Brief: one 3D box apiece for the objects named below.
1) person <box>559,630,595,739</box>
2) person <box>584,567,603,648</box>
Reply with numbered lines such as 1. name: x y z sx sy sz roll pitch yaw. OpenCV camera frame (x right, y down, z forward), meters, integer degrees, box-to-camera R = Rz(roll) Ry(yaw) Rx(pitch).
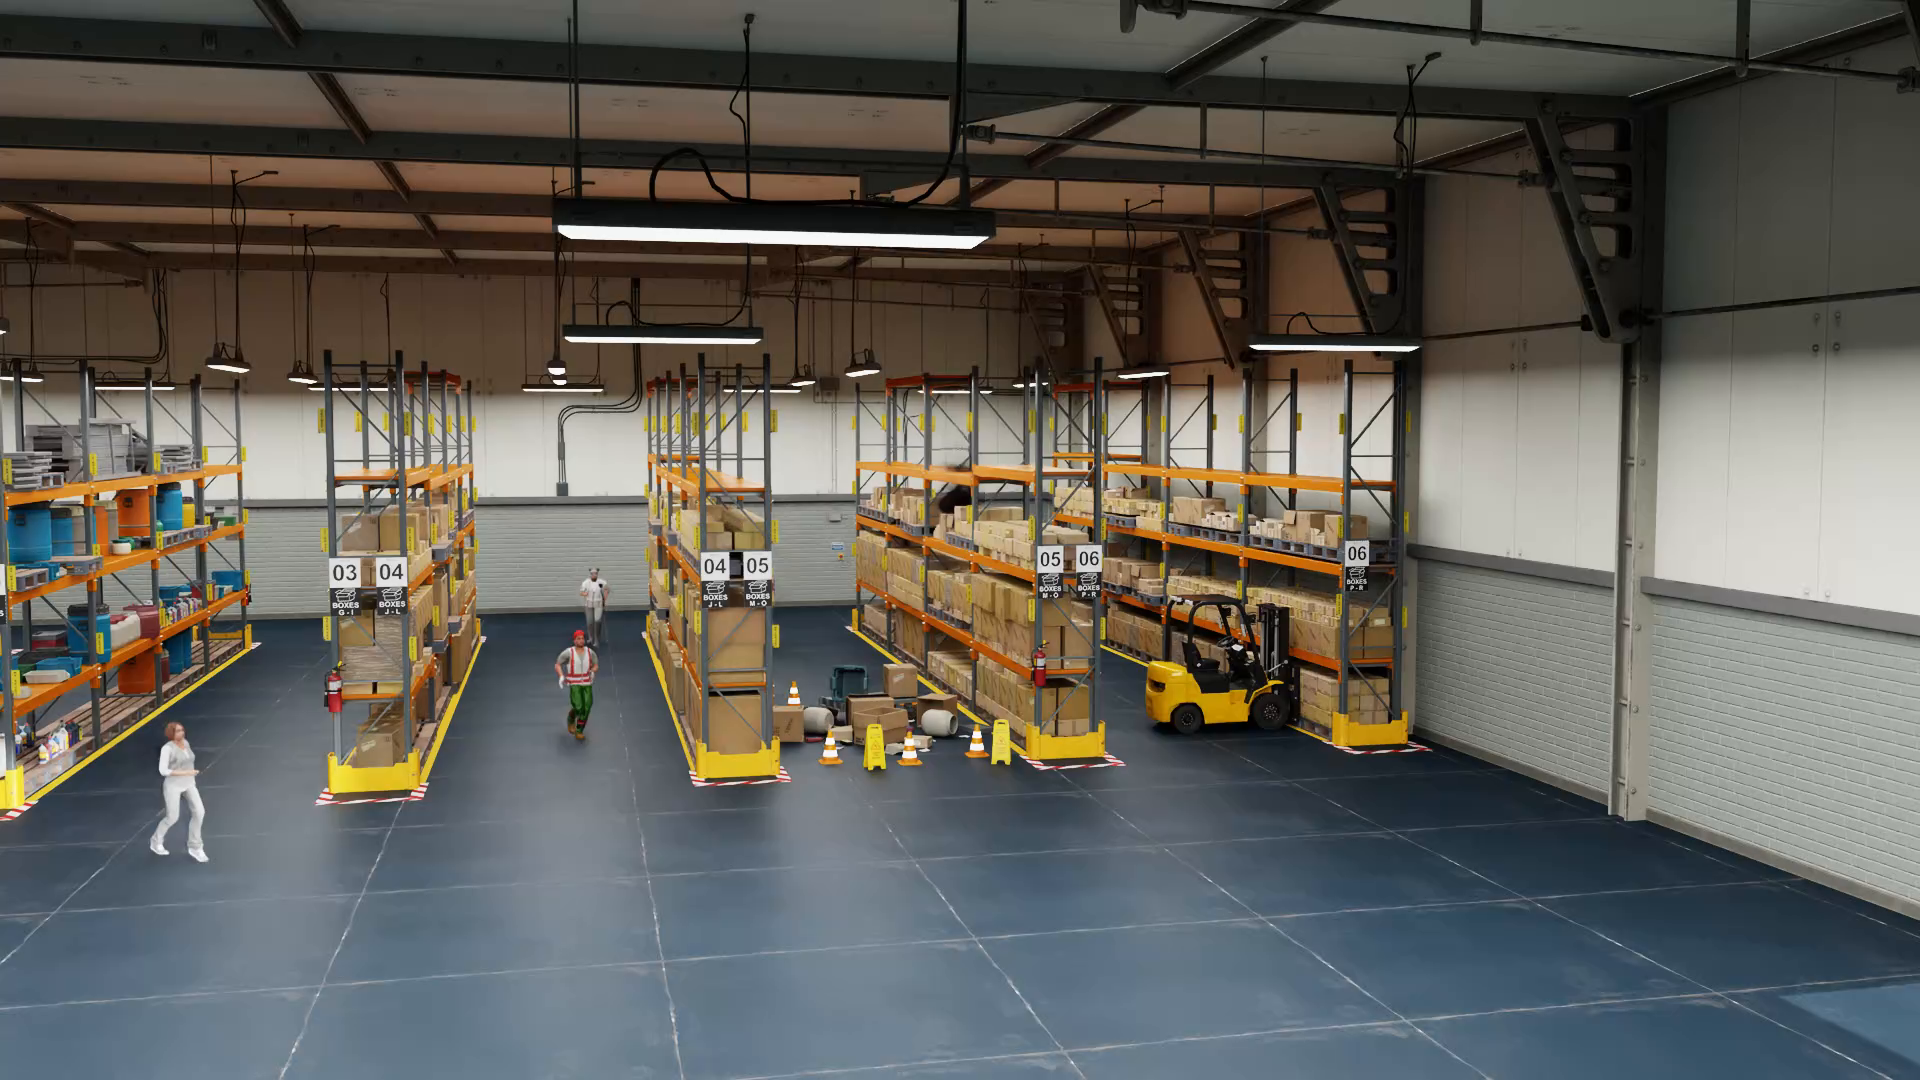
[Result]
1. person: -6.040 2.299 26.254 0.541 1.740 0.577 -2 5 -31
2. person: -8.264 1.505 37.594 0.437 1.823 0.706 0 4 -2
